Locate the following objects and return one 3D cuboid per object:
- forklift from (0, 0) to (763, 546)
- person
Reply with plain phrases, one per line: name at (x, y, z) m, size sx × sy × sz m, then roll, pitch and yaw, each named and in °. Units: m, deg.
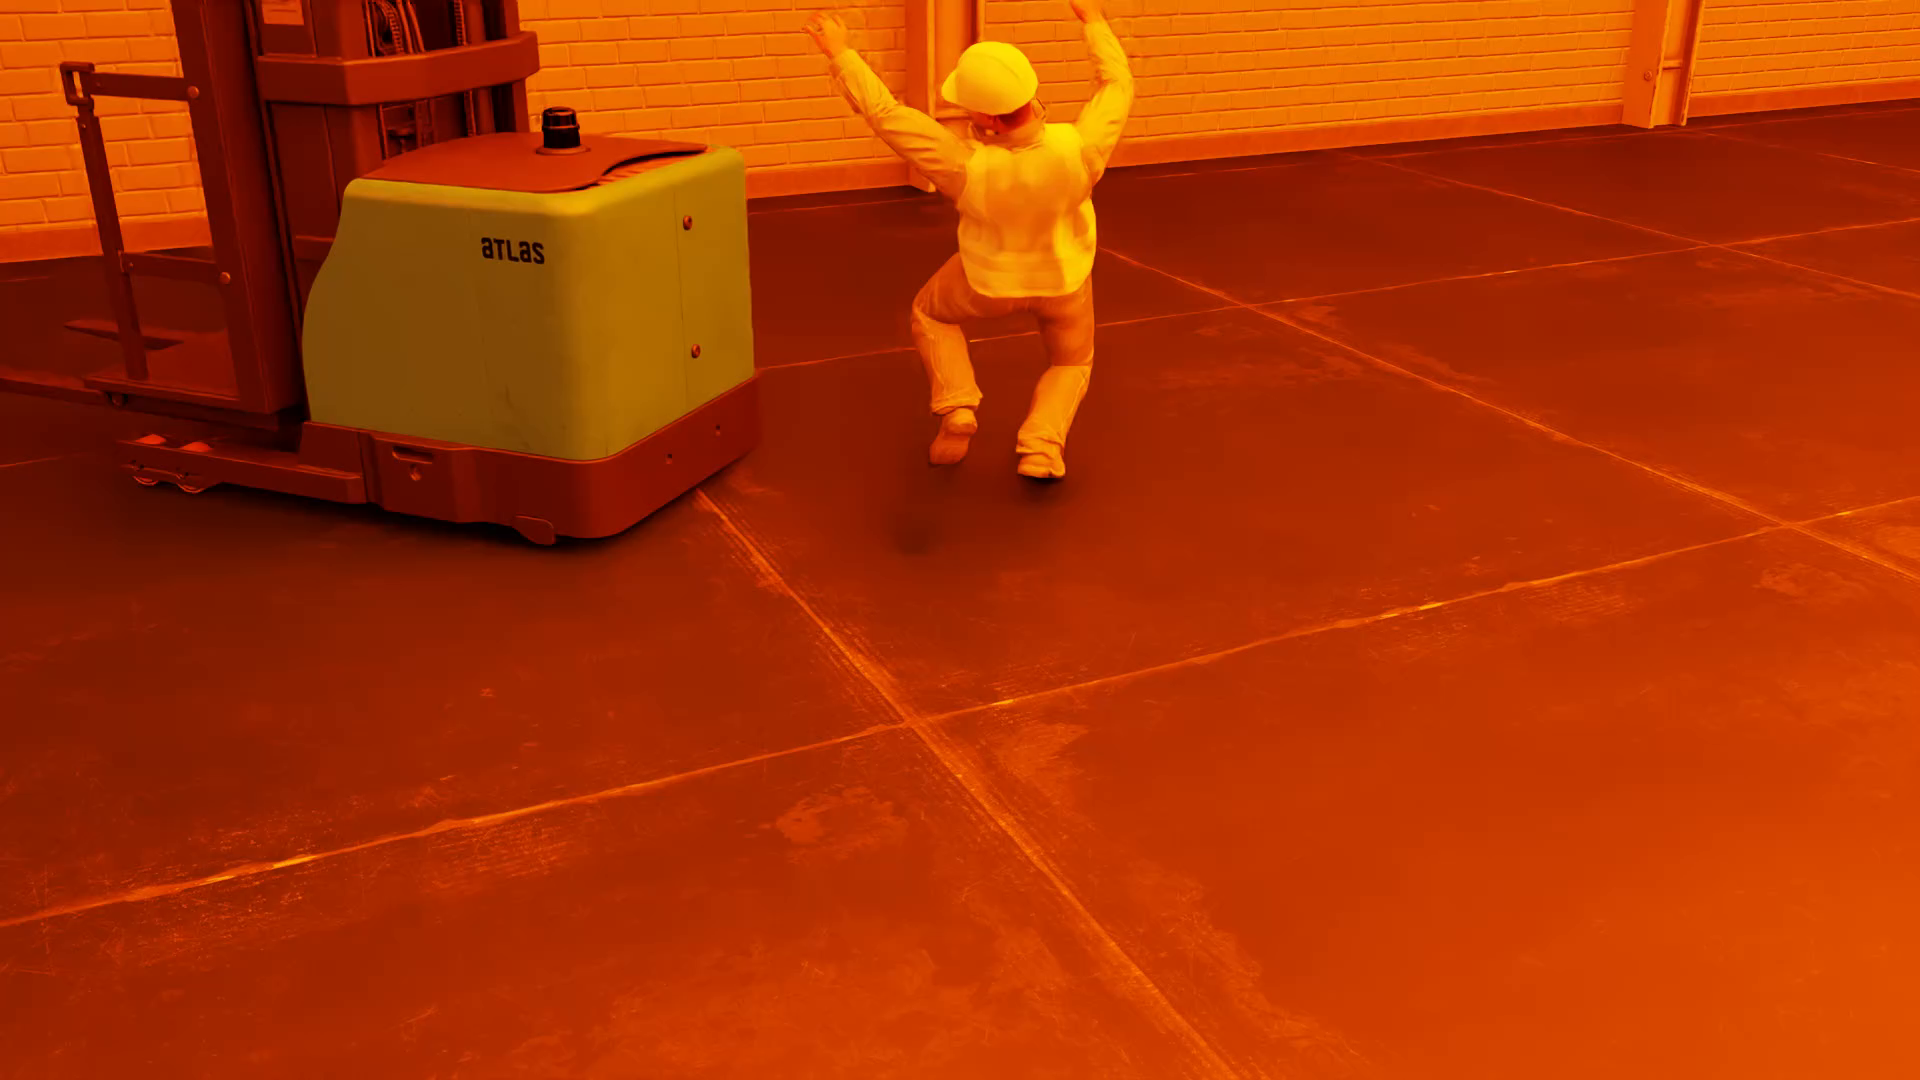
forklift at (-2.250, -1.684, 5.339) m, size 3.031 × 2.935 × 1.130 m, roll 9°, pitch 24°, yaw 20°
person at (0.029, -0.951, 5.319) m, size 1.015 × 1.630 × 0.818 m, roll 1°, pitch 23°, yaw 2°
